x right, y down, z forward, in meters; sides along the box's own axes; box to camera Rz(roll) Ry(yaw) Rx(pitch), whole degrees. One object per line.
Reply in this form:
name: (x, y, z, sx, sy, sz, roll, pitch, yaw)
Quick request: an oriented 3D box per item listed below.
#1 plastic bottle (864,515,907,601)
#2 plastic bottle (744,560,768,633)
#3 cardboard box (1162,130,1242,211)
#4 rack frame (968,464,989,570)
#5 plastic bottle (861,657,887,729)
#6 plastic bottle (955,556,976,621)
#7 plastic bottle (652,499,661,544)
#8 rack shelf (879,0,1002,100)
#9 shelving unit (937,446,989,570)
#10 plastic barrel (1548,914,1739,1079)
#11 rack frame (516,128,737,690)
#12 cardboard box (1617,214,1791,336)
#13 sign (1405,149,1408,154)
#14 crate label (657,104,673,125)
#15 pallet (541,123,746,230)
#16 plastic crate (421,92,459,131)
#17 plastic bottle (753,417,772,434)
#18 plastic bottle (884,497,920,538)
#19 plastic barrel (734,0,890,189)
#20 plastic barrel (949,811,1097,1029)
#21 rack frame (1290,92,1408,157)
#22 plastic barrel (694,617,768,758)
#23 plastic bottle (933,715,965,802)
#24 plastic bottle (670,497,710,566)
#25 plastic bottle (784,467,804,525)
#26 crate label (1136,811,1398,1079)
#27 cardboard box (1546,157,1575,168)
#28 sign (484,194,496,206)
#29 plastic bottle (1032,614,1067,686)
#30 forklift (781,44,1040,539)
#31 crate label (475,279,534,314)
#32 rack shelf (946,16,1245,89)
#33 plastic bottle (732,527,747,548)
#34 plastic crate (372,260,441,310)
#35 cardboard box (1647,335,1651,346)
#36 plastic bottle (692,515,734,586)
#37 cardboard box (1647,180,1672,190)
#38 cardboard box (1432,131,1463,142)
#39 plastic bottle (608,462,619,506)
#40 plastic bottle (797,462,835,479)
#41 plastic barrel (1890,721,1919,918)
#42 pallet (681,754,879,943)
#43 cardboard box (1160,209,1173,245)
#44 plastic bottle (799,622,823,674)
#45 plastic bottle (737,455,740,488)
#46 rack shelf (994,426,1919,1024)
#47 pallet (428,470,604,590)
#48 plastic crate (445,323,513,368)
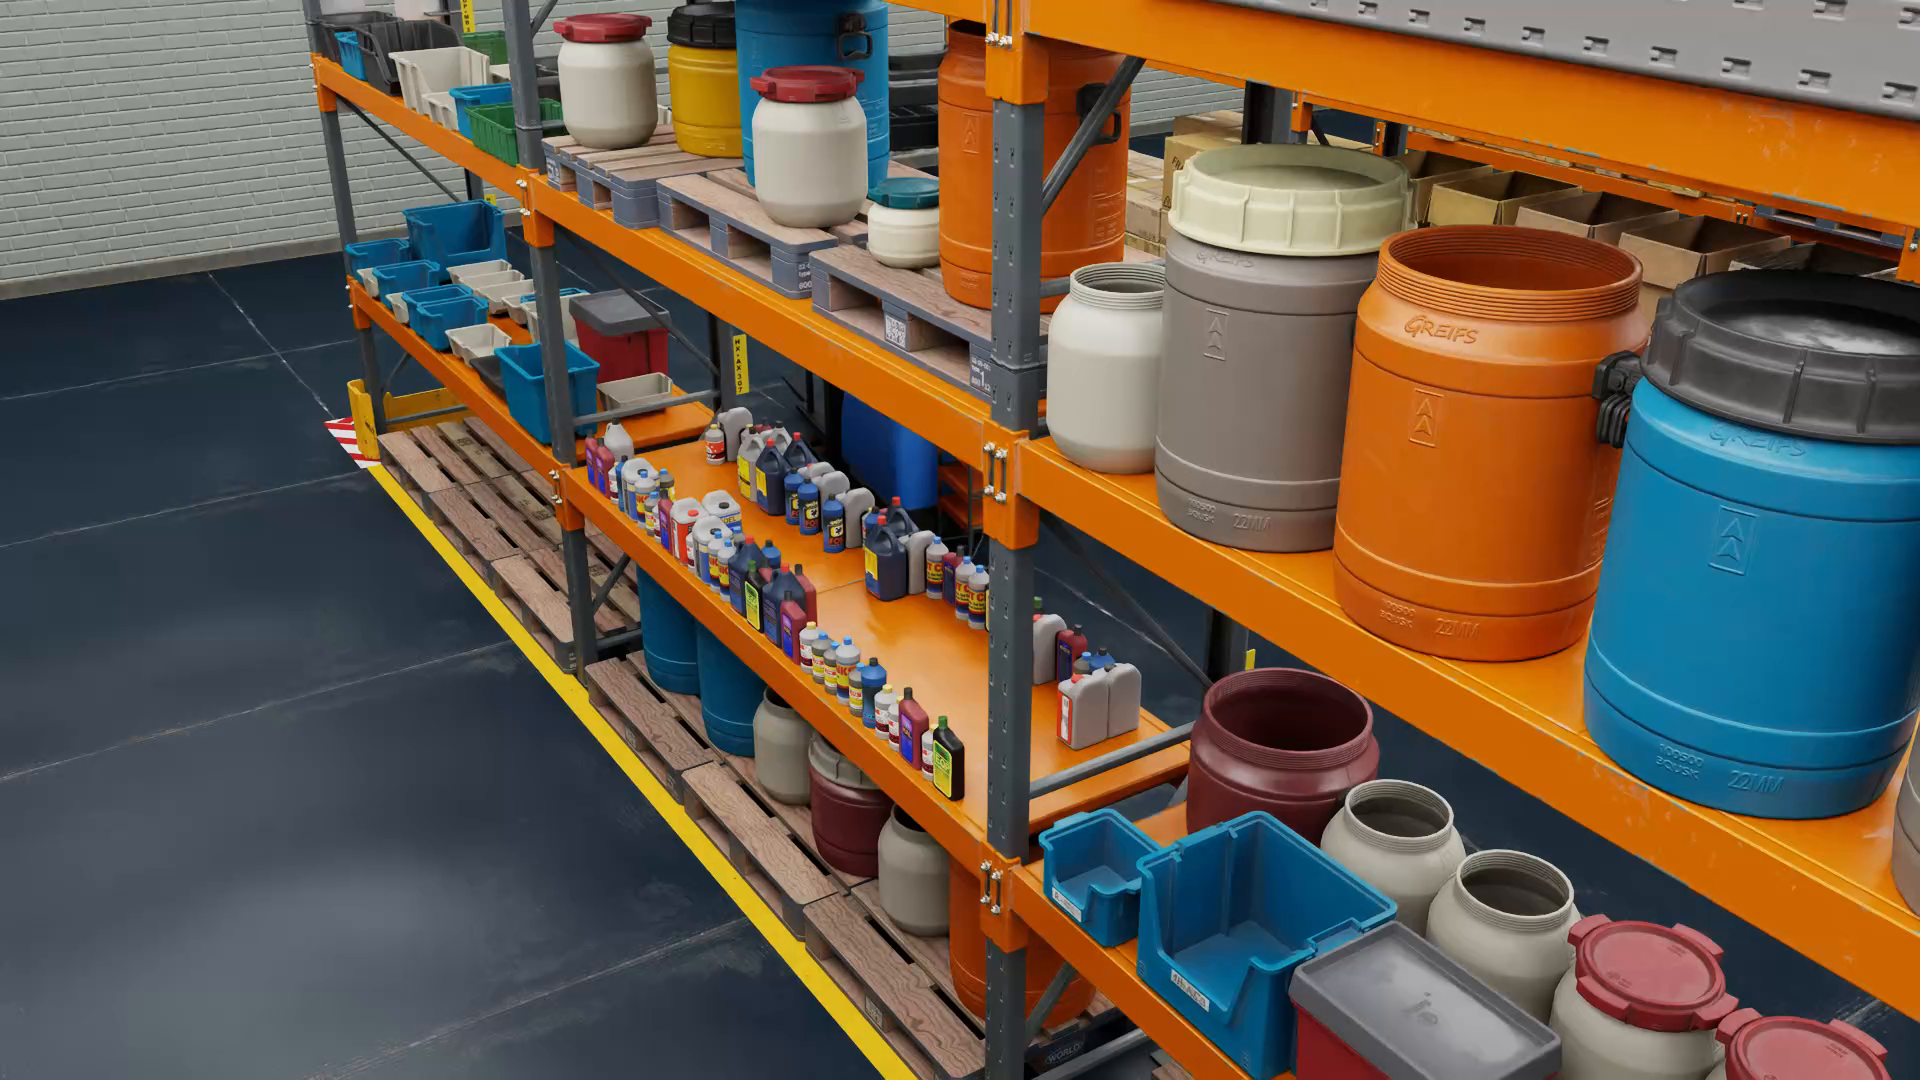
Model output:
plastic bottle: (-0.321, 0.069, 7.148, 0.144, 0.351, 0.185, -16, 29, -30)
plastic bottle: (-0.837, 0.232, 6.882, 0.061, 0.283, 0.133, -16, 29, -30)
cardboard box: (1.760, -2.526, 11.536, 0.500, 0.500, 0.500, -15, 29, -29)
rack frame: (0.162, -0.291, 9.961, 0.240, 1.200, 0.015, -10, 27, -20)
plastic bottle: (-0.319, 0.562, 6.196, 0.097, 0.271, 0.097, 0, 25, 0)
plastic bottle: (0.029, 0.197, 6.970, 0.097, 0.271, 0.097, 0, 25, 0)
plastic bottle: (-1.365, -0.091, 7.662, 0.097, 0.201, 0.097, 0, 25, 0)
rack shelf: (-0.553, -2.175, 6.127, 1.077, 0.370, 4.000, -16, 29, -30)
shelving unit: (0.068, -0.387, 10.165, 0.258, 1.200, 0.503, -10, 27, -20)
plastic barrel: (1.747, 1.306, 4.311, 0.433, 0.535, 0.433, 0, 25, 0)
rack frame: (-1.645, -0.684, 8.684, 1.000, 3.000, 0.127, -16, 29, -30)
cardboard box: (3.950, -1.405, 8.920, 0.797, 0.503, 0.637, -15, 29, -28)
sign: (2.955, -2.456, 11.174, 0.100, 0.325, 0.005, -16, 29, -30)
crate label: (-1.670, -2.163, 8.614, 0.293, 0.136, 0.466, -16, 29, -30)
pallet: (-1.135, -1.697, 7.539, 1.213, 0.211, 1.003, -16, 29, -30)
plastic crate: (-2.658, -2.287, 8.876, 0.293, 0.136, 0.466, -16, 29, -30)
plastic bottle: (-0.994, -0.493, 8.418, 0.061, 0.283, 0.133, -16, 29, -30)
plastic bottle: (-0.267, -0.015, 7.325, 0.144, 0.351, 0.185, -16, 29, -30)
plastic barrel: (-0.585, -1.882, 6.630, 0.600, 0.901, 0.708, -16, 29, -30)
plastic barrel: (0.258, 1.368, 6.390, 0.600, 0.830, 0.708, -16, 29, -30)
rack frame: (2.505, -1.838, 11.129, 1.000, 3.000, 0.127, -16, 29, -30)
plastic barrel: (-0.975, 0.527, 8.086, 0.600, 0.901, 0.708, -16, 29, -30)
plastic bottle: (-0.039, 0.755, 5.775, 0.061, 0.283, 0.133, -16, 29, -30)
plastic bottle: (-1.206, -0.042, 7.471, 0.152, 0.276, 0.135, -16, 29, -30)
plastic bottle: (-0.778, -0.213, 7.838, 0.097, 0.271, 0.097, 0, 25, 0)
crate label: (0.855, 1.149, 4.760, 0.502, 0.435, 0.616, -16, 29, -30)
cardboard box: (5.450, -3.434, 14.805, 0.380, 0.149, 0.250, -15, 29, -29)
sign: (-3.376, -2.322, 11.964, 0.100, 0.325, 0.005, -16, 29, -30)
plastic bottle: (0.321, 0.408, 6.518, 0.152, 0.276, 0.135, -16, 29, -30)
forklift: (-0.505, -1.892, 11.324, 1.130, 2.935, 3.031, -10, 27, -20)
crate label: (-2.913, -1.572, 10.804, 0.396, 0.136, 0.243, -16, 29, -30)
rack shelf: (1.413, -3.584, 12.158, 1.077, 0.370, 4.000, -16, 29, -30)
plastic bottle: (-0.985, 0.039, 7.386, 0.097, 0.201, 0.097, 0, 25, 0)
plastic crate: (-3.610, -1.665, 10.890, 0.416, 0.233, 0.300, -16, 29, -30)
cardboard box: (3.658, -0.936, 9.102, 0.500, 0.500, 0.500, -17, 30, -31)
plastic bottle: (-1.079, 0.041, 7.295, 0.152, 0.276, 0.135, -16, 29, -30)
cardboard box: (6.036, -3.068, 14.029, 0.380, 0.149, 0.250, -14, 29, -28)
cardboard box: (4.710, -3.892, 15.776, 0.380, 0.149, 0.250, -16, 30, -31)
plastic bottle: (-1.651, -0.278, 8.059, 0.097, 0.201, 0.097, 0, 25, 0)
plastic bottle: (-0.684, -0.251, 7.913, 0.152, 0.276, 0.135, -16, 29, -30)
plastic barrel: (1.906, 0.229, 2.649, 0.600, 0.901, 0.600, 0, 25, 0)
pallet: (-0.588, 1.300, 7.749, 1.003, 0.211, 1.213, -16, 29, -30)
cardboard box: (1.760, -2.186, 11.694, 0.500, 0.250, 0.500, -15, 29, -28)
plastic bottle: (-0.585, 0.420, 6.580, 0.097, 0.201, 0.097, 0, 25, 0)
plastic bottle: (-1.053, -0.362, 8.235, 0.097, 0.201, 0.097, 0, 25, 0)
rack shelf: (1.631, 0.431, 3.652, 1.077, 0.370, 4.000, -16, 29, -30)
pallet: (-2.749, -0.113, 10.743, 1.003, 0.211, 1.213, -16, 29, -30)
plastic crate: (-2.847, -1.144, 9.899, 0.293, 0.136, 0.466, -16, 29, -30)
